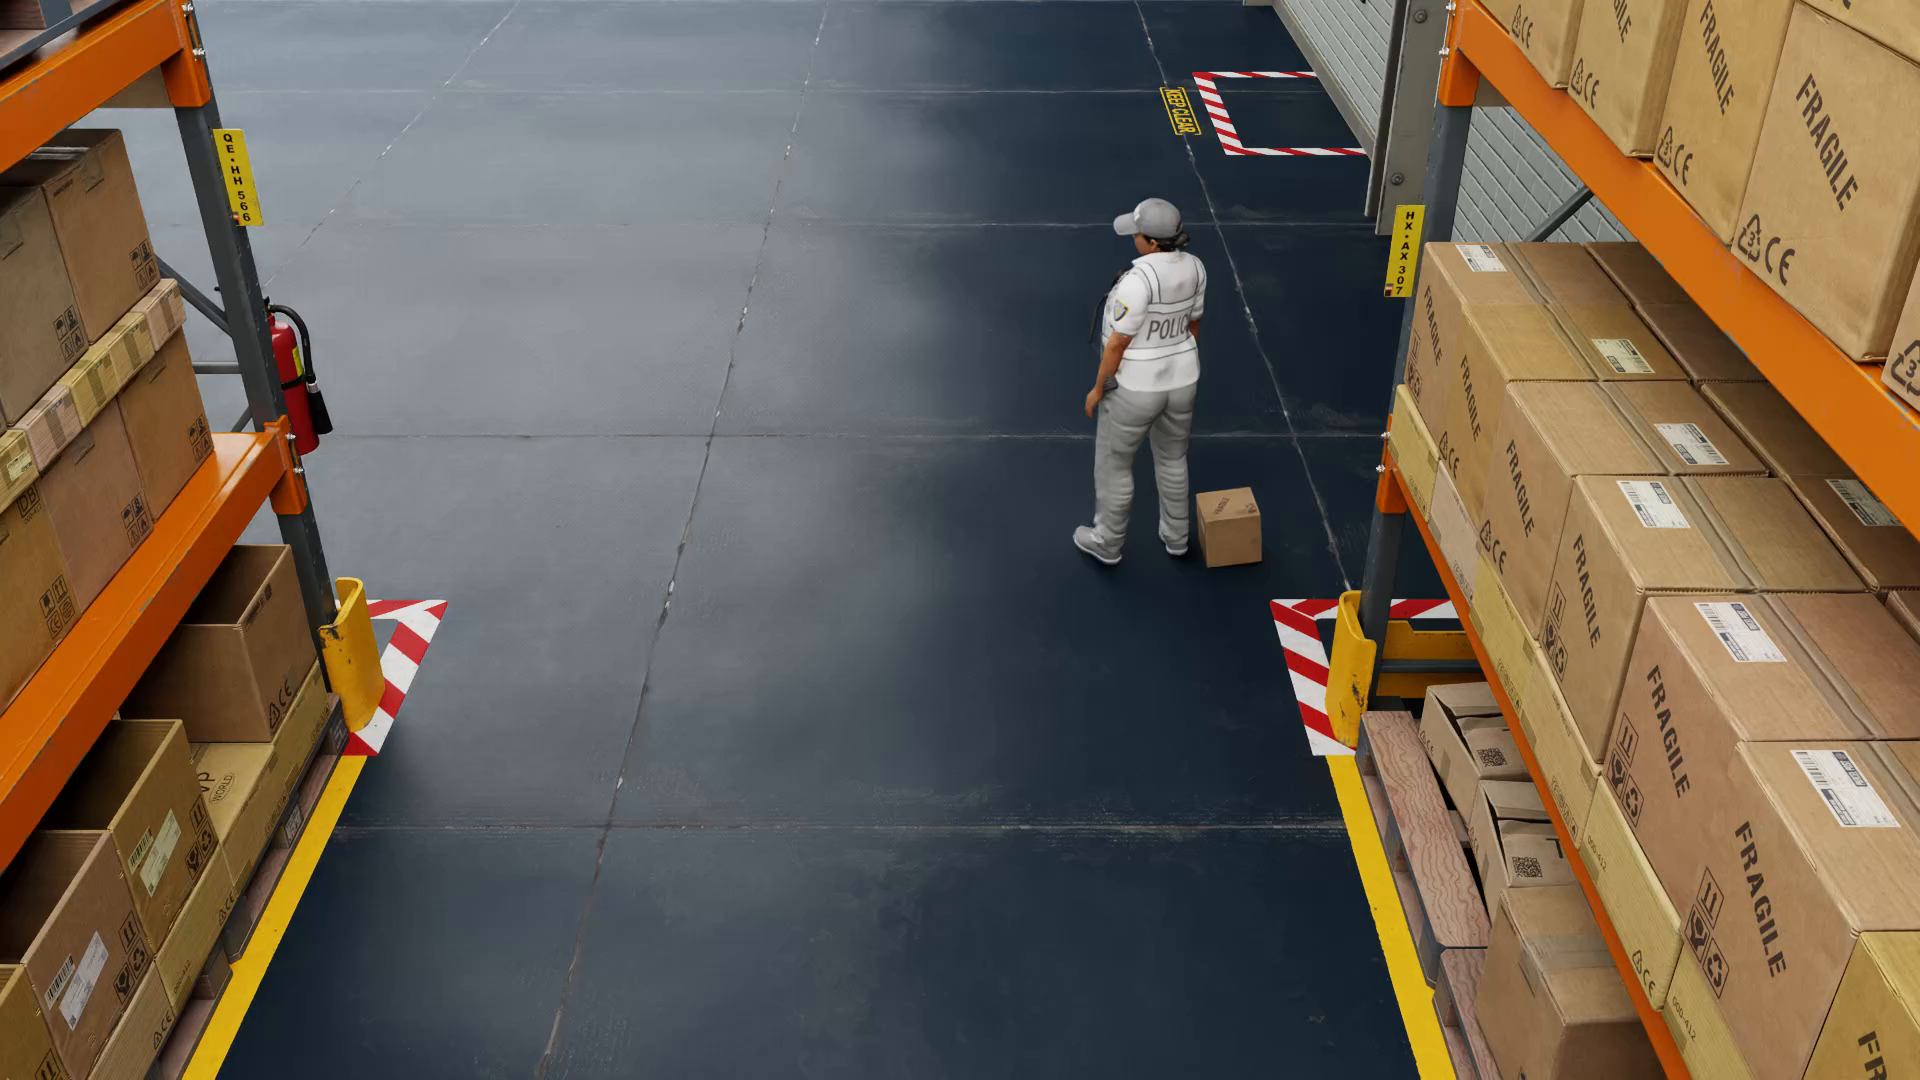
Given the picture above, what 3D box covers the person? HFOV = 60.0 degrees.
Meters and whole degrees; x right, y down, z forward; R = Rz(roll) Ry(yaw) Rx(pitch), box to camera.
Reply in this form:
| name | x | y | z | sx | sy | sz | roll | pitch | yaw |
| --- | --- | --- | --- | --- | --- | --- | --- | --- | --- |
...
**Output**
| name | x | y | z | sx | sy | sz | roll | pitch | yaw |
| --- | --- | --- | --- | --- | --- | --- | --- | --- | --- |
| person | 0.803 | -0.669 | 7.171 | 0.561 | 1.672 | 0.444 | -21 | 38 | -30 |
